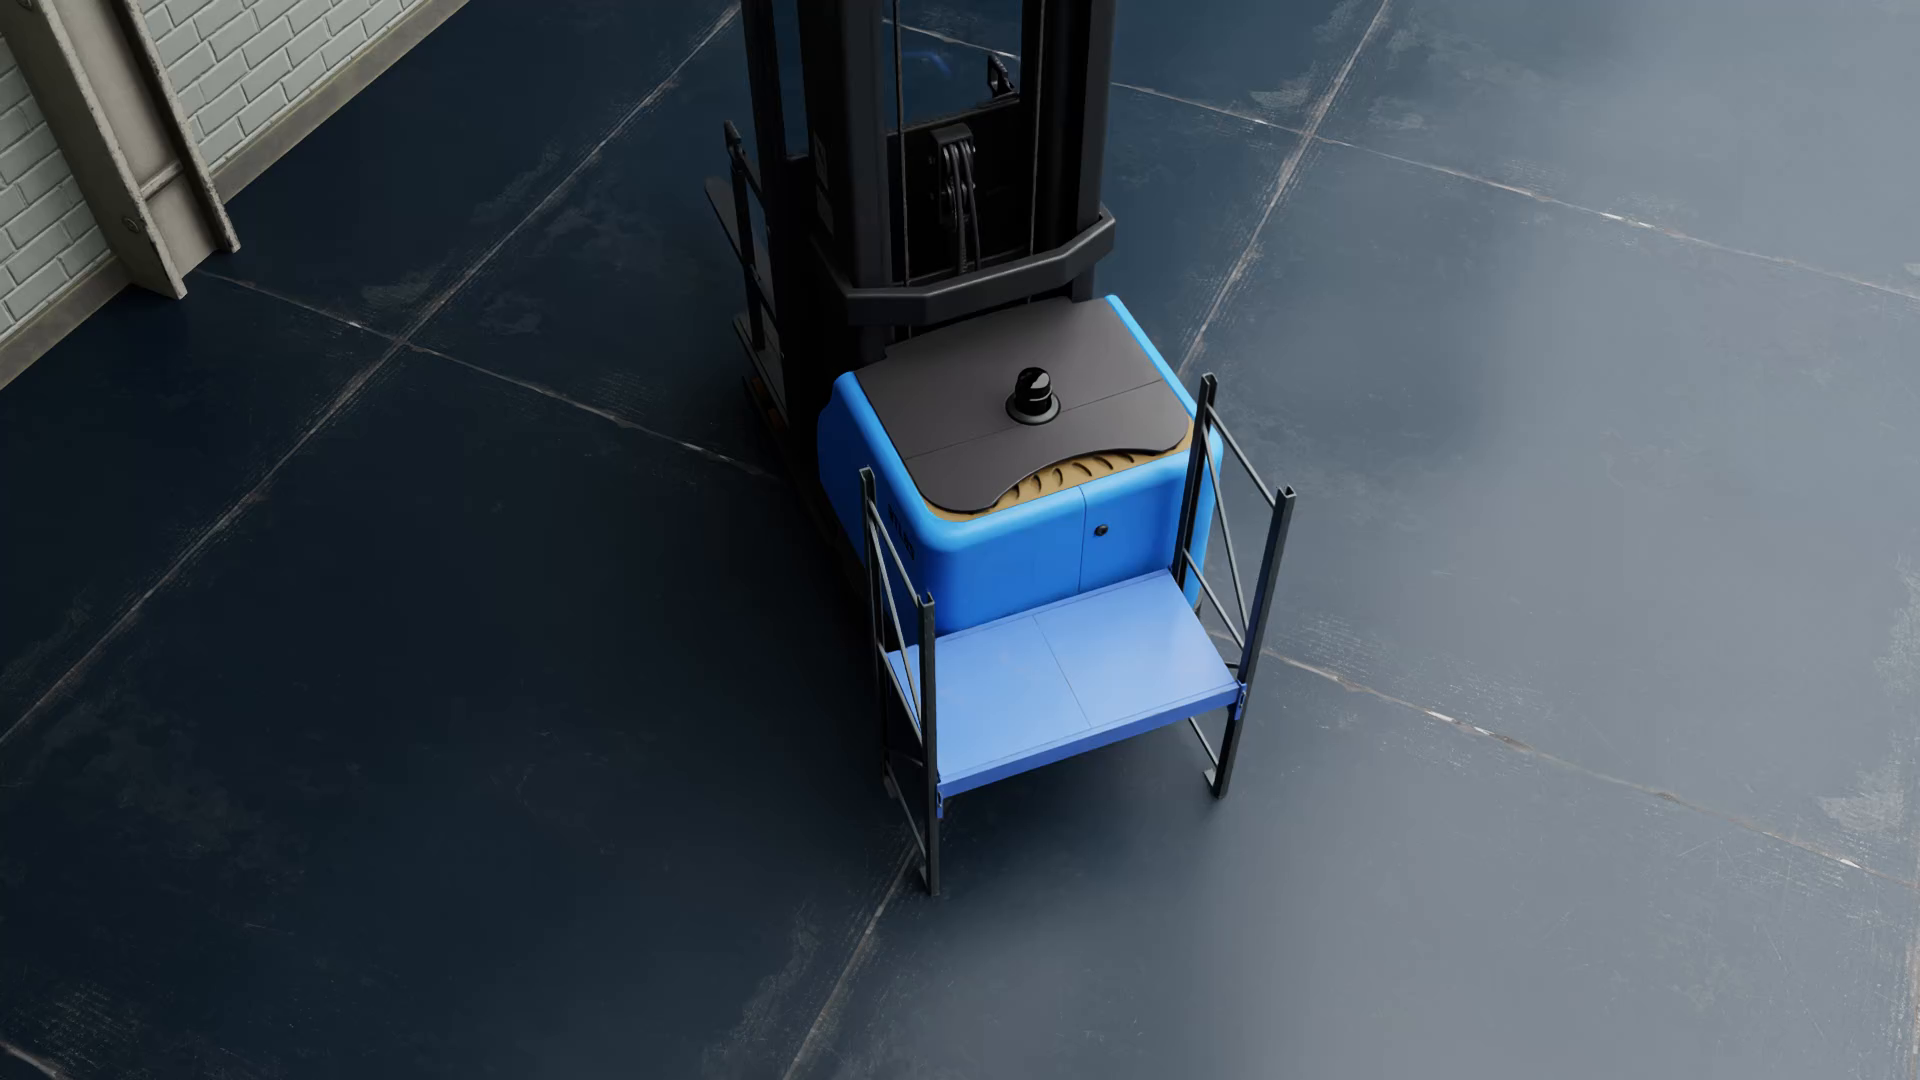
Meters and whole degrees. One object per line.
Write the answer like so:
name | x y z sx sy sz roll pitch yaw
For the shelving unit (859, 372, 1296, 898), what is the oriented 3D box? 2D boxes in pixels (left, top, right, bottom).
shelving unit | 0.308 0.332 4.982 1.048 1.500 0.538 -16 52 -13

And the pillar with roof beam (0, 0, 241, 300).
pillar with roof beam | 0.492 -2.730 2.664 9.100 9.000 0.400 20 52 16

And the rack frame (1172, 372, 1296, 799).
rack frame | 0.783 0.193 5.100 0.032 1.500 0.500 -16 52 -13

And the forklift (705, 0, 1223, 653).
forklift | -0.215 -1.430 5.542 1.130 2.935 3.031 -18 52 -15

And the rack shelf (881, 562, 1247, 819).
rack shelf | 0.308 0.448 5.120 1.000 0.185 0.538 -16 52 -13

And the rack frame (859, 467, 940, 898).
rack frame | -0.167 0.470 4.864 0.032 1.500 0.500 -16 52 -13
